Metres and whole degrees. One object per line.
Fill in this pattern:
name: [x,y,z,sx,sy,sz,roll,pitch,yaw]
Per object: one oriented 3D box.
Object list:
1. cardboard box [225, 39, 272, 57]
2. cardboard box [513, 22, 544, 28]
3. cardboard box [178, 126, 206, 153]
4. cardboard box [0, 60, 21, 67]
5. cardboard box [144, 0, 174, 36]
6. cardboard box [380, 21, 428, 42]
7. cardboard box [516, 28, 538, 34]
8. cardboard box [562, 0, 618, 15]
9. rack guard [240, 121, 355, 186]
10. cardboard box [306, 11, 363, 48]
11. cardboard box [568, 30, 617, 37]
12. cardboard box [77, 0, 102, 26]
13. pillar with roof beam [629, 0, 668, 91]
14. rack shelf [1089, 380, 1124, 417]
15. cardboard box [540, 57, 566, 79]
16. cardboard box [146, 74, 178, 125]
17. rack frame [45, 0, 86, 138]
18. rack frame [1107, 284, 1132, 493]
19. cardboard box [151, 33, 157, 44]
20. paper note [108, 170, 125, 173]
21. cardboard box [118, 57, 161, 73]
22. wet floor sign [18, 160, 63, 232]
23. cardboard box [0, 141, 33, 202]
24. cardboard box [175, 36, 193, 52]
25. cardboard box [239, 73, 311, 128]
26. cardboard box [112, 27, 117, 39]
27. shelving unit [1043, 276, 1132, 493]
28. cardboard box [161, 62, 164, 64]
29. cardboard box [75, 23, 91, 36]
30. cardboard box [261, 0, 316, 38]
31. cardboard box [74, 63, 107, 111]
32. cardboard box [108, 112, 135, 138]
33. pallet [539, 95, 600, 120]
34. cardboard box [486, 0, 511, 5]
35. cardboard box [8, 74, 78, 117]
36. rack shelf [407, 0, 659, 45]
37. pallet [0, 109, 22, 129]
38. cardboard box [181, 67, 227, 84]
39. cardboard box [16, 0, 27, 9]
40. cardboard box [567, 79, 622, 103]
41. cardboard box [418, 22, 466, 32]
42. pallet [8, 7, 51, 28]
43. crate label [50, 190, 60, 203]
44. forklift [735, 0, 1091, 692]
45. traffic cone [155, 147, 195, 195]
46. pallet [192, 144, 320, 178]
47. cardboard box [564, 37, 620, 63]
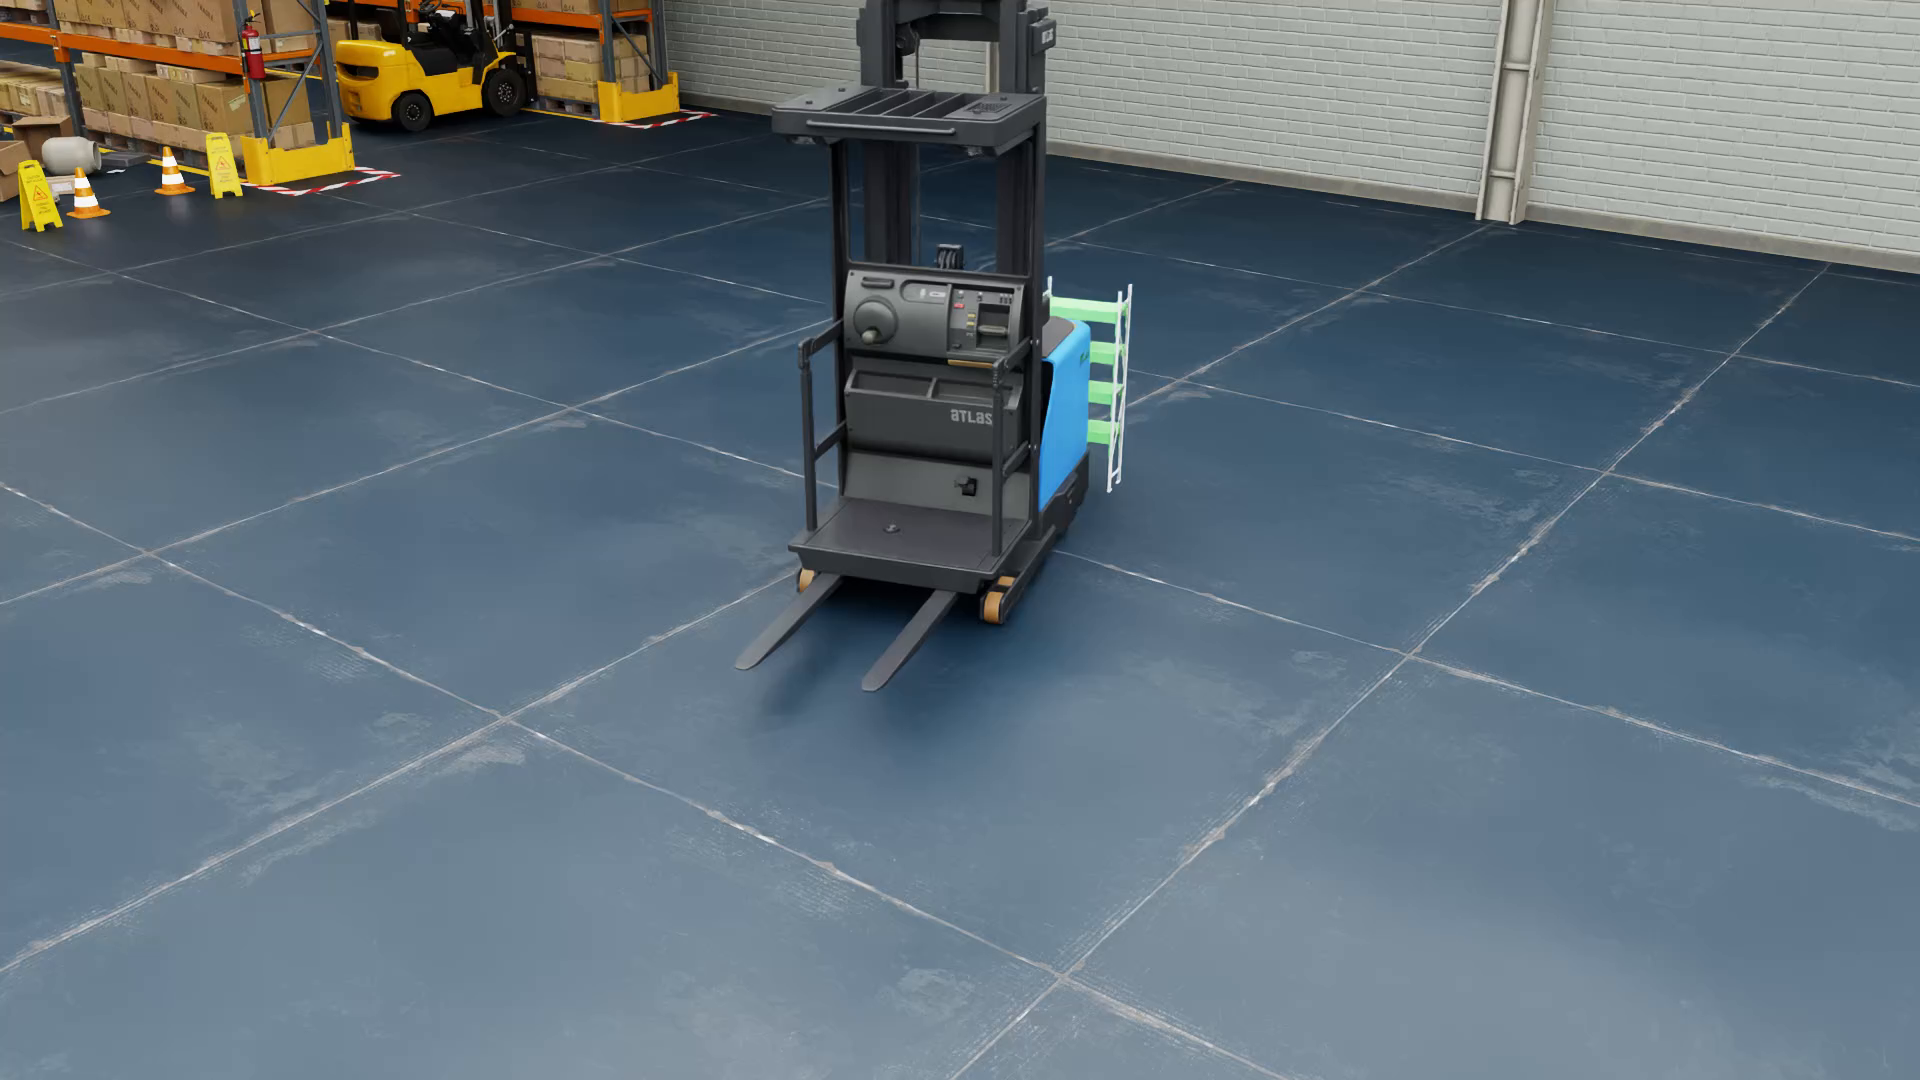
cardboard box: [-7.642,-5.295,17.859,0.250,0.149,0.380,18,29,35]
cardboard box: [-6.121,-7.049,23.177,0.500,0.250,0.500,17,29,34]
cardboard box: [-8.433,-4.559,18.766,0.500,0.250,0.500,17,29,33]
cardboard box: [-13.170,-6.173,22.278,0.625,0.372,0.950,15,28,30]
cardboard box: [-8.610,-5.858,18.331,0.500,0.500,0.500,17,29,33]
cardboard box: [-7.866,-7.186,24.264,0.625,0.625,0.875,18,30,36]
cardboard box: [-6.019,-6.759,22.518,0.500,0.250,0.500,16,28,32]
cardboard box: [-4.792,-7.071,21.454,0.500,0.500,0.500,16,28,32]
rack guard: [-7.276,-4.263,18.306,0.348,0.500,1.175,17,29,33]
cardboard box: [-9.624,-7.720,25.476,0.625,0.625,0.875,18,29,35]
cardboard box: [-4.914,-6.679,22.339,0.500,0.250,0.500,17,29,33]
cardboard box: [-9.815,-6.228,19.171,0.500,0.500,0.500,17,29,33]
pillar with roof beam: [-6.839,-8.807,18.077,0.400,9.000,9.100,17,29,33]
rack shelf: [0.705,-0.858,9.847,0.480,0.148,0.258,9,22,19]
cardboard box: [-5.213,-6.295,22.087,0.500,0.250,0.500,16,29,33]
cardboard box: [-8.831,-5.025,18.893,0.500,0.500,0.500,16,28,32]
rack frame: [-10.415,-6.356,19.955,0.127,3.000,1.000,17,29,33]
rack frame: [0.935,-0.883,9.746,0.015,1.200,0.240,9,22,19]
cardboard box: [-8.854,-5.671,18.712,0.250,0.149,0.380,17,29,33]
paper note: [-9.424,-4.126,18.576,0.148,0.019,0.142,7,25,15]
cardboard box: [-9.412,-5.463,19.082,0.250,0.149,0.380,19,30,36]
wet floor sign: [-8.892,-3.322,15.988,0.232,0.644,0.267,12,26,24]
cardboard box: [-10.139,-3.854,17.373,0.637,0.503,0.797,-1,24,-3]
cardboard box: [-8.328,-5.442,18.192,0.250,0.149,0.380,17,29,34]
cardboard box: [-7.714,-4.956,18.736,0.500,0.500,0.500,16,28,32]
cardboard box: [-9.483,-5.837,19.089,0.250,0.149,0.380,17,29,33]
shelving unit: [0.707,-0.918,9.825,0.503,1.200,0.258,9,22,19]
cardboard box: [-9.373,-5.454,19.868,0.500,0.500,0.500,17,29,34]
cardboard box: [-10.123,-6.017,19.497,0.250,0.149,0.380,18,29,35]
cardboard box: [-7.427,-5.775,18.143,0.500,0.500,0.500,16,29,33]
cardboard box: [-10.105,-5.403,19.752,0.500,0.500,0.500,18,30,36]
cardboard box: [-9.671,-4.935,19.619,0.500,0.250,0.500,19,30,36]
pallet: [-4.878,-5.886,22.348,1.213,0.211,1.003,17,29,33]
cardboard box: [-6.021,-7.441,22.295,0.500,0.500,0.500,17,29,34]
cardboard box: [-11.414,-5.644,21.078,0.625,0.372,0.950,19,30,36]
rack shelf: [-5.841,-7.145,22.639,4.000,0.370,1.077,17,29,33]
pallet: [-12.020,-5.562,21.613,1.213,0.211,1.003,17,29,33]
cardboard box: [-8.346,-5.139,18.349,0.250,0.149,0.380,18,29,35]
cardboard box: [-11.193,-6.538,20.159,0.250,0.149,0.380,16,28,32]
cardboard box: [-4.806,-5.937,21.893,0.500,0.250,0.500,17,29,34]
cardboard box: [-7.243,-7.131,23.365,0.500,0.250,0.500,16,29,33]
pallet: [-10.940,-6.500,20.520,1.213,0.211,1.003,17,29,33]
crate label: [-9.392,-3.496,17.015,0.298,0.136,0.250,3,24,6]
forklift: [-0.202,-1.103,8.117,1.130,2.935,3.031,8,25,17]
traffic cone: [-8.332,-3.915,17.563,0.334,0.463,0.336,17,29,33]
pallet: [-7.904,-4.339,18.836,1.213,0.211,1.003,17,29,33]
cardboard box: [-4.796,-6.393,21.689,0.500,0.250,0.500,18,29,35]
